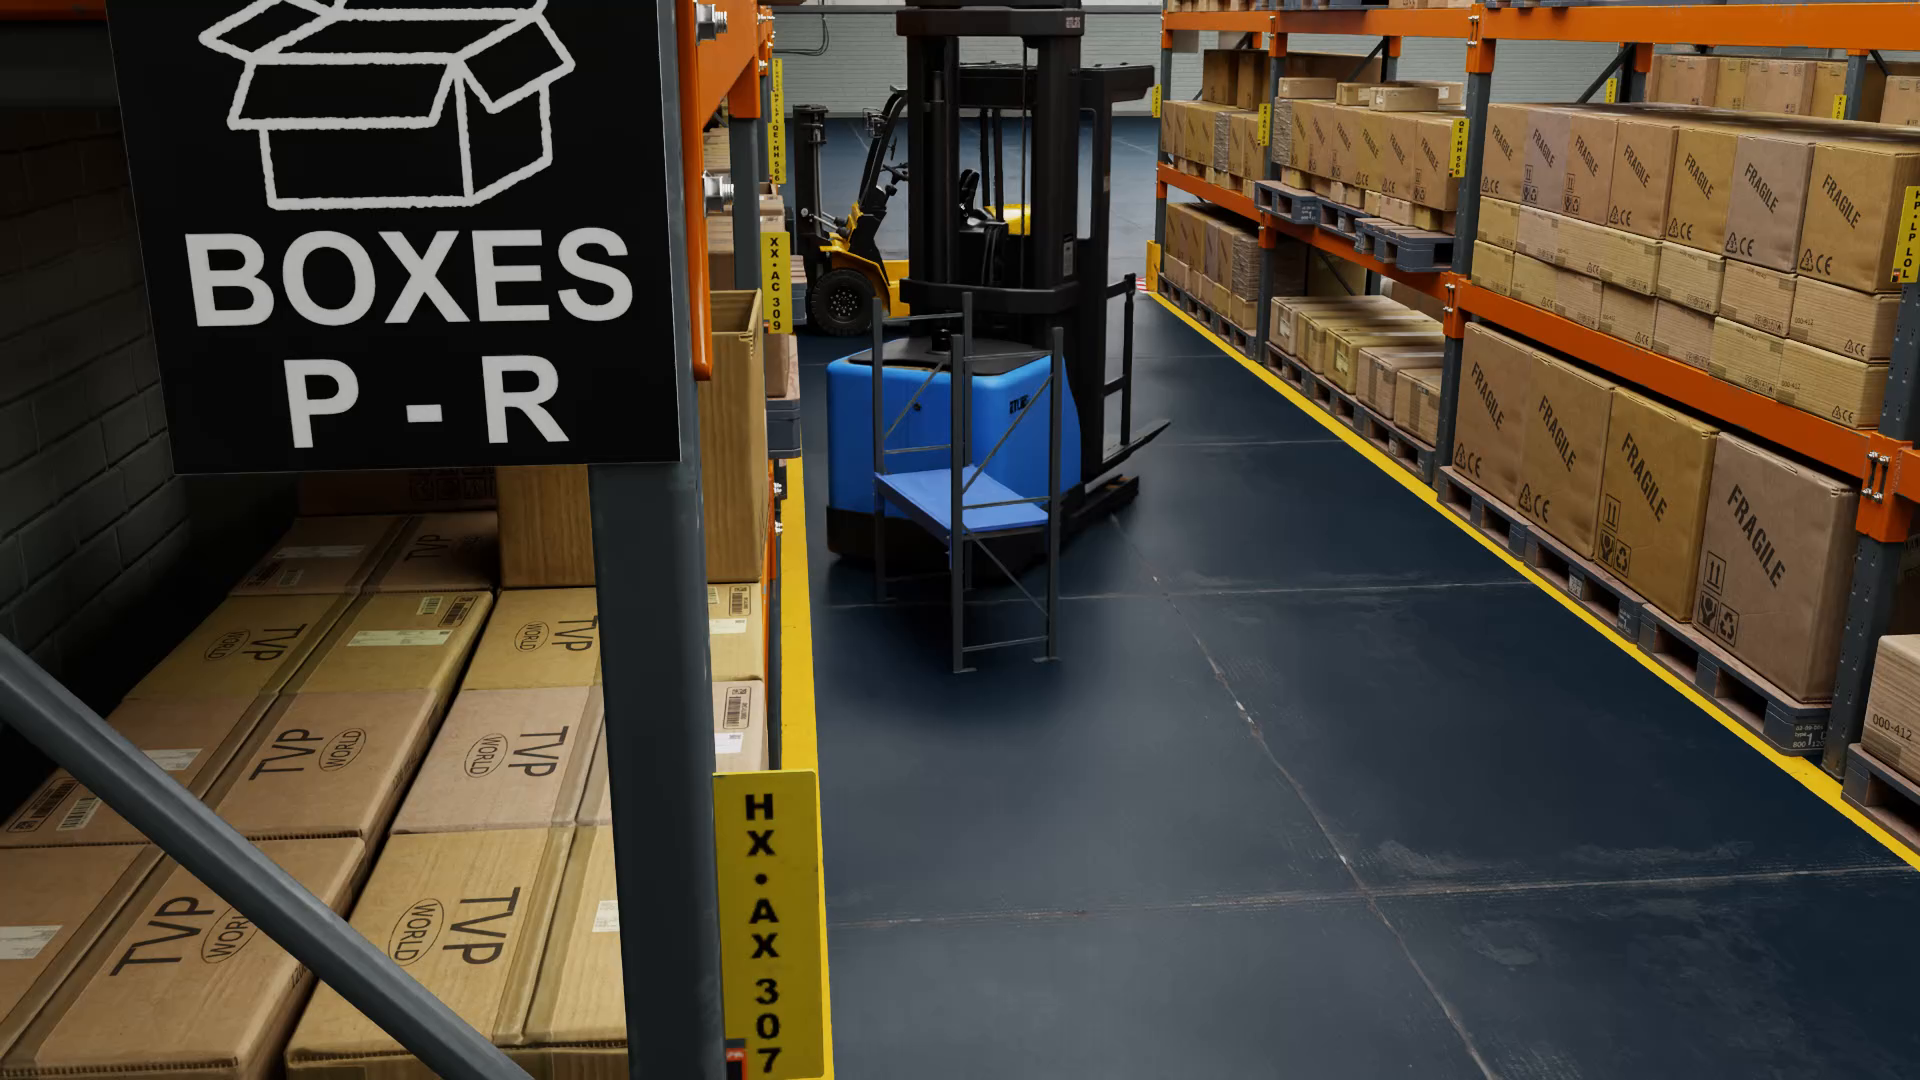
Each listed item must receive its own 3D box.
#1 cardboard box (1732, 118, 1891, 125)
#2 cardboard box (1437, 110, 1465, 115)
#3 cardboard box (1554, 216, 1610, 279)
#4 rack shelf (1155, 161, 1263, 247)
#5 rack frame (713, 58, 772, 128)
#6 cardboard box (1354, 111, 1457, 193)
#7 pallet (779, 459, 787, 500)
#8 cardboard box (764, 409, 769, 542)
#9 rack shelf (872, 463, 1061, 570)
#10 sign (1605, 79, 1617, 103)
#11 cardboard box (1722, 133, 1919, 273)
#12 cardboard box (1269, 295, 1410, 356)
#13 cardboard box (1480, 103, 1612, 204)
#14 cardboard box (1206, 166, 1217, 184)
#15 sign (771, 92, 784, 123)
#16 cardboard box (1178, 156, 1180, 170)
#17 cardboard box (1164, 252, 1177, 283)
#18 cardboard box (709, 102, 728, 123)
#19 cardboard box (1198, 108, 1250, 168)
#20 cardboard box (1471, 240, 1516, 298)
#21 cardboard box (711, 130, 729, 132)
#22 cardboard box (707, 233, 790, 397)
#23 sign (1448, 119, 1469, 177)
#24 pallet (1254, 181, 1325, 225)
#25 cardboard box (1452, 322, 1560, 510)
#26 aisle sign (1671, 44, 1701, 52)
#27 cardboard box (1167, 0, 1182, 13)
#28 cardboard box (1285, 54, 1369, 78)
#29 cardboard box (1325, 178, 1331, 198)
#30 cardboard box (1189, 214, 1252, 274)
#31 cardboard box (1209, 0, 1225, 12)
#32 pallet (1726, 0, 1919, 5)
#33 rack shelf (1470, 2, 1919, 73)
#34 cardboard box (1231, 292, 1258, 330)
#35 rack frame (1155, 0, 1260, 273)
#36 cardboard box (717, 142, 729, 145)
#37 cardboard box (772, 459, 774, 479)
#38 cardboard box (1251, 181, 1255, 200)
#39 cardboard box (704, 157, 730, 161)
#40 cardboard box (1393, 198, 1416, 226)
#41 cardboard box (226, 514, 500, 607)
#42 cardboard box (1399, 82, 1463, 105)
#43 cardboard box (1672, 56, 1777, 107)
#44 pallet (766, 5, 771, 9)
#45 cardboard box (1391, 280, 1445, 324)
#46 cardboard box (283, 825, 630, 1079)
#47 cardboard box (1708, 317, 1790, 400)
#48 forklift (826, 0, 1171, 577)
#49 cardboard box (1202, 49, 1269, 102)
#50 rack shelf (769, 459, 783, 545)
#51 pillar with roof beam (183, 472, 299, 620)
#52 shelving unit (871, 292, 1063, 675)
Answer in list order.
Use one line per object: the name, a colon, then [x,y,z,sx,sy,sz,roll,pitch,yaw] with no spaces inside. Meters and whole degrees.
cardboard box: [3.855,-1.669,7.650,0.500,0.500,0.500,-2,18,-7]
cardboard box: [3.452,-2.586,11.043,0.500,0.500,0.500,-1,17,-5]
cardboard box: [3.289,-1.448,8.196,0.500,0.250,0.500,-2,18,-6]
rack shelf: [2.772,-3.187,15.520,1.077,0.370,4.000,-2,18,-6]
rack frame: [-1.959,-2.779,13.023,1.000,3.000,0.127,-2,18,-6]
cardboard box: [2.950,-2.563,10.969,0.500,0.500,0.500,-3,18,-9]
pallet: [-1.592,-0.504,10.429,1.003,0.211,1.213,-2,18,-6]
cardboard box: [-0.772,-0.173,4.475,0.500,0.250,0.500,-2,18,-5]
rack shelf: [0.009,-0.126,7.674,0.538,0.185,1.000,-7,19,-21]
sign: [6.926,-4.744,17.703,0.100,0.325,0.005,-2,18,-6]
cardboard box: [3.447,-1.355,6.648,0.500,0.500,0.500,-1,17,-5]
cardboard box: [3.035,-1.724,13.348,0.950,0.372,0.625,-2,17,-5]
cardboard box: [3.198,-2.112,9.062,0.500,0.500,0.500,-2,18,-7]
cardboard box: [2.475,-3.356,15.277,0.380,0.149,0.250,-2,18,-5]
sign: [-1.420,-3.314,12.924,0.100,0.325,0.005,-2,18,-6]
cardboard box: [2.382,-3.742,16.508,0.380,0.149,0.250,-2,18,-7]
cardboard box: [2.374,-2.765,16.867,0.500,0.250,0.500,-2,18,-6]
cardboard box: [-1.831,-3.457,13.435,0.380,0.149,0.250,-2,17,-5]
cardboard box: [2.510,-3.708,15.318,0.500,0.500,0.500,-2,18,-7]
cardboard box: [3.191,-1.517,9.252,0.500,0.250,0.500,-2,18,-7]
cardboard box: [-1.658,-2.965,12.365,0.380,0.149,0.250,-2,18,-6]
cardboard box: [-0.961,-0.795,5.834,0.700,0.500,0.500,-1,17,-4]
sign: [2.852,-2.237,9.495,0.100,0.325,0.005,-2,18,-6]
pallet: [2.912,-2.610,12.804,1.003,0.211,1.213,-2,18,-6]
cardboard box: [3.379,-0.720,9.310,0.875,0.875,0.875,-2,18,-6]
aisle sign: [7.770,-5.579,17.601,0.394,0.787,0.004,-2,18,-6]
cardboard box: [2.277,-5.328,16.552,0.380,0.149,0.250,-2,18,-6]
cardboard box: [3.118,-3.891,14.231,0.700,0.500,0.500,-2,18,-5]
cardboard box: [2.852,-2.532,11.951,0.380,0.149,0.250,-2,18,-5]
cardboard box: [2.479,-2.811,15.759,0.500,0.500,0.500,-1,17,-5]
cardboard box: [2.482,-4.866,15.080,0.380,0.149,0.250,-2,18,-7]
pallet: [3.660,-2.162,6.367,0.805,0.209,1.217,-2,18,-8]
rack shelf: [3.597,-2.234,7.479,1.077,0.370,4.000,-2,18,-6]
cardboard box: [2.650,-1.990,14.398,0.500,0.250,0.500,-1,17,-3]
rack frame: [2.566,-4.126,17.311,1.000,3.000,0.127,-2,18,-6]
cardboard box: [-1.437,-2.585,11.155,0.380,0.149,0.250,-2,18,-7]
cardboard box: [-1.289,-0.476,9.158,0.500,0.500,0.500,-1,17,-4]
cardboard box: [2.642,-2.900,13.827,0.380,0.149,0.250,-2,18,-6]
cardboard box: [-1.367,-2.204,9.941,0.380,0.149,0.250,-1,17,-4]
cardboard box: [2.953,-2.064,10.463,0.380,0.149,0.250,-2,18,-6]
cardboard box: [-1.184,0.139,3.479,0.500,0.250,0.500,-2,18,-6]
cardboard box: [3.386,-3.217,11.969,0.380,0.149,0.250,-3,18,-8]
cardboard box: [7.550,-4.452,16.296,0.875,0.550,0.550,-2,18,-6]
pallet: [-1.705,-3.128,9.441,1.213,0.211,1.003,-1,17,-3]
cardboard box: [4.221,-2.104,15.039,0.500,0.500,0.500,11,21,32]
cardboard box: [-0.500,0.582,2.070,0.500,0.250,0.500,-2,18,-5]
cardboard box: [3.455,-0.757,6.829,0.500,0.250,0.500,-2,18,-6]
forklift: [0.409,-1.610,9.413,1.130,2.935,3.031,9,19,25]
cardboard box: [2.835,-4.647,16.638,0.700,0.500,0.500,-2,18,-7]
rack shelf: [-1.340,-0.649,7.436,1.077,0.370,4.000,-2,18,-6]
pillar with roof beam: [2.324,-3.156,4.206,9.100,9.000,0.400,-2,18,-6]
shelving unit: [0.009,-0.297,7.620,0.538,1.500,1.048,-7,19,-21]
